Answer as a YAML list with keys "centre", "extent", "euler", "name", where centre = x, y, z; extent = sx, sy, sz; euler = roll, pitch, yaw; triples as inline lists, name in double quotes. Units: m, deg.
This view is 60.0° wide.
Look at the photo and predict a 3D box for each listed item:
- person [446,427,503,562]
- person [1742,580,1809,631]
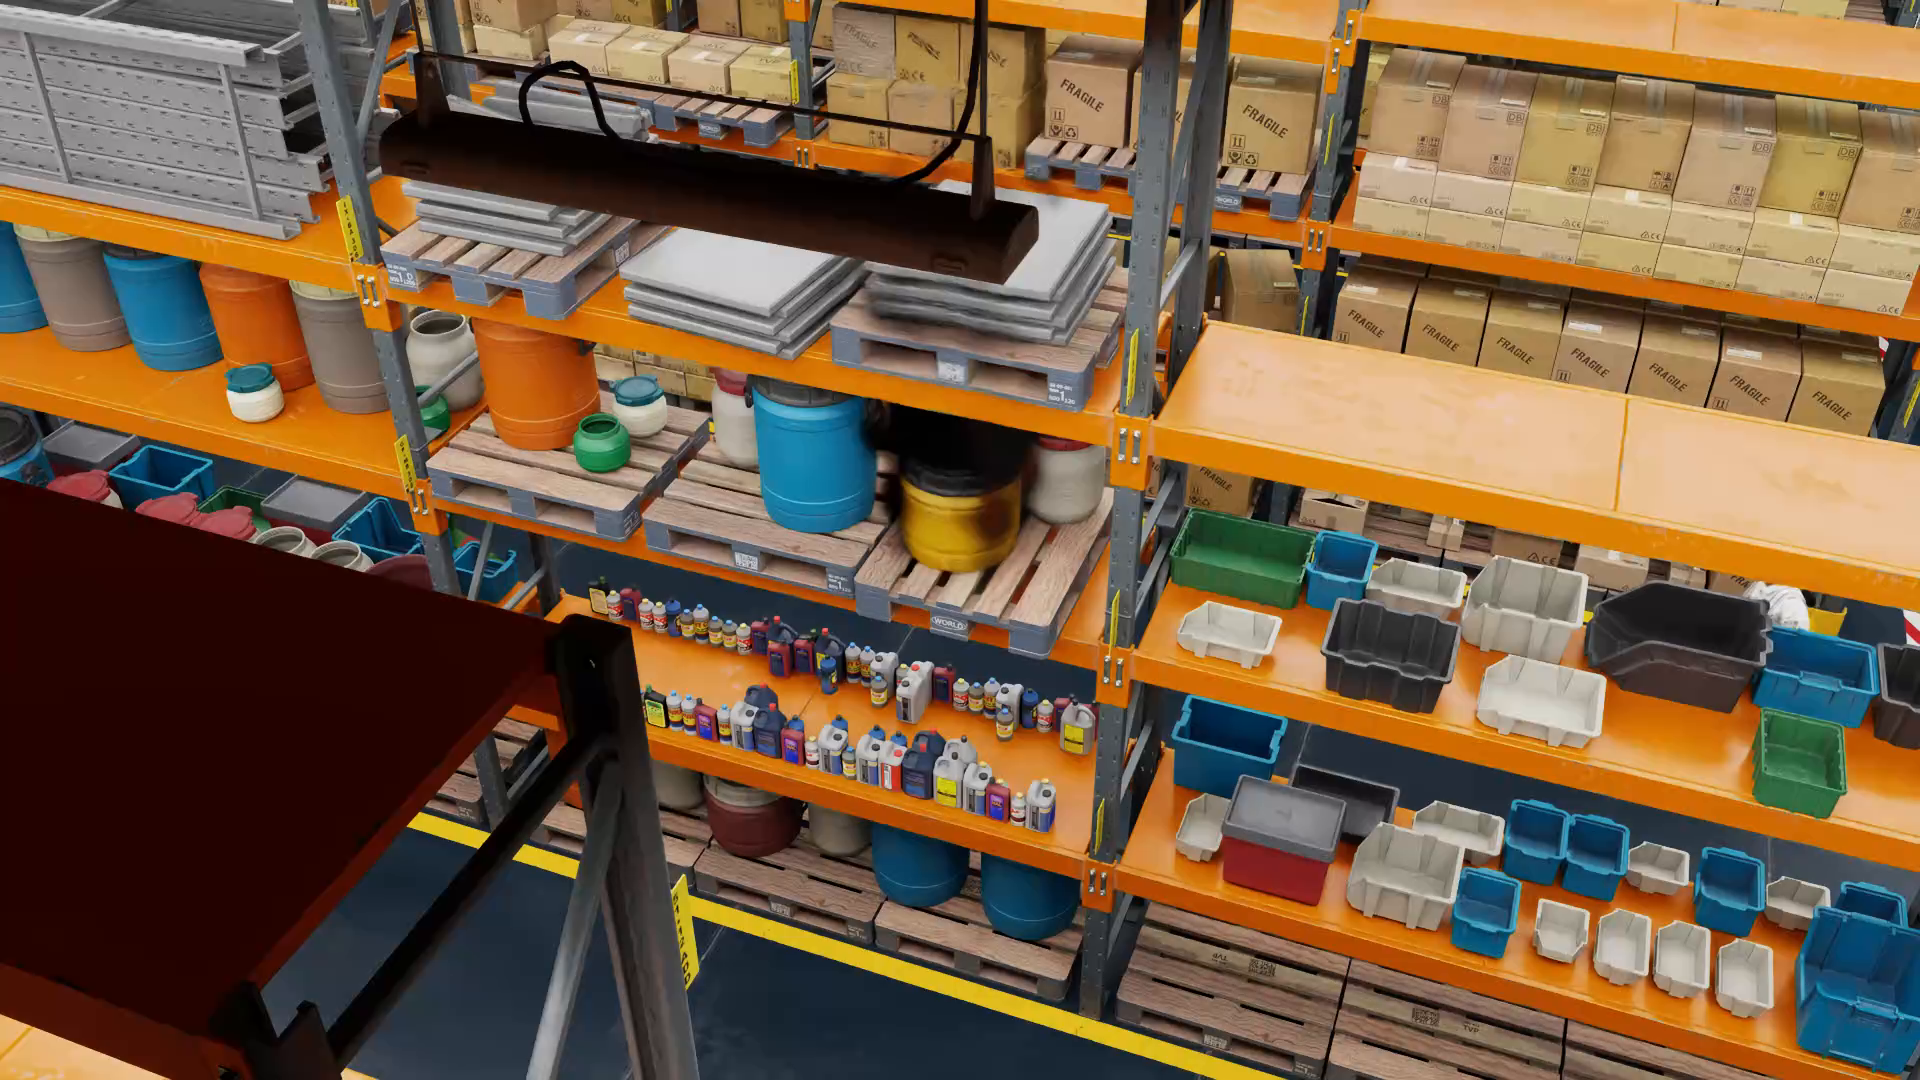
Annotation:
- centre: [-3.793, -0.352, 12.387]
  extent: [0.798, 1.803, 0.679]
  euler: [19, 40, 24]
  name: "person"
- centre: [5.245, 0.784, 10.874]
  extent: [0.866, 1.794, 0.684]
  euler: [-3, 37, -4]
  name: "person"
